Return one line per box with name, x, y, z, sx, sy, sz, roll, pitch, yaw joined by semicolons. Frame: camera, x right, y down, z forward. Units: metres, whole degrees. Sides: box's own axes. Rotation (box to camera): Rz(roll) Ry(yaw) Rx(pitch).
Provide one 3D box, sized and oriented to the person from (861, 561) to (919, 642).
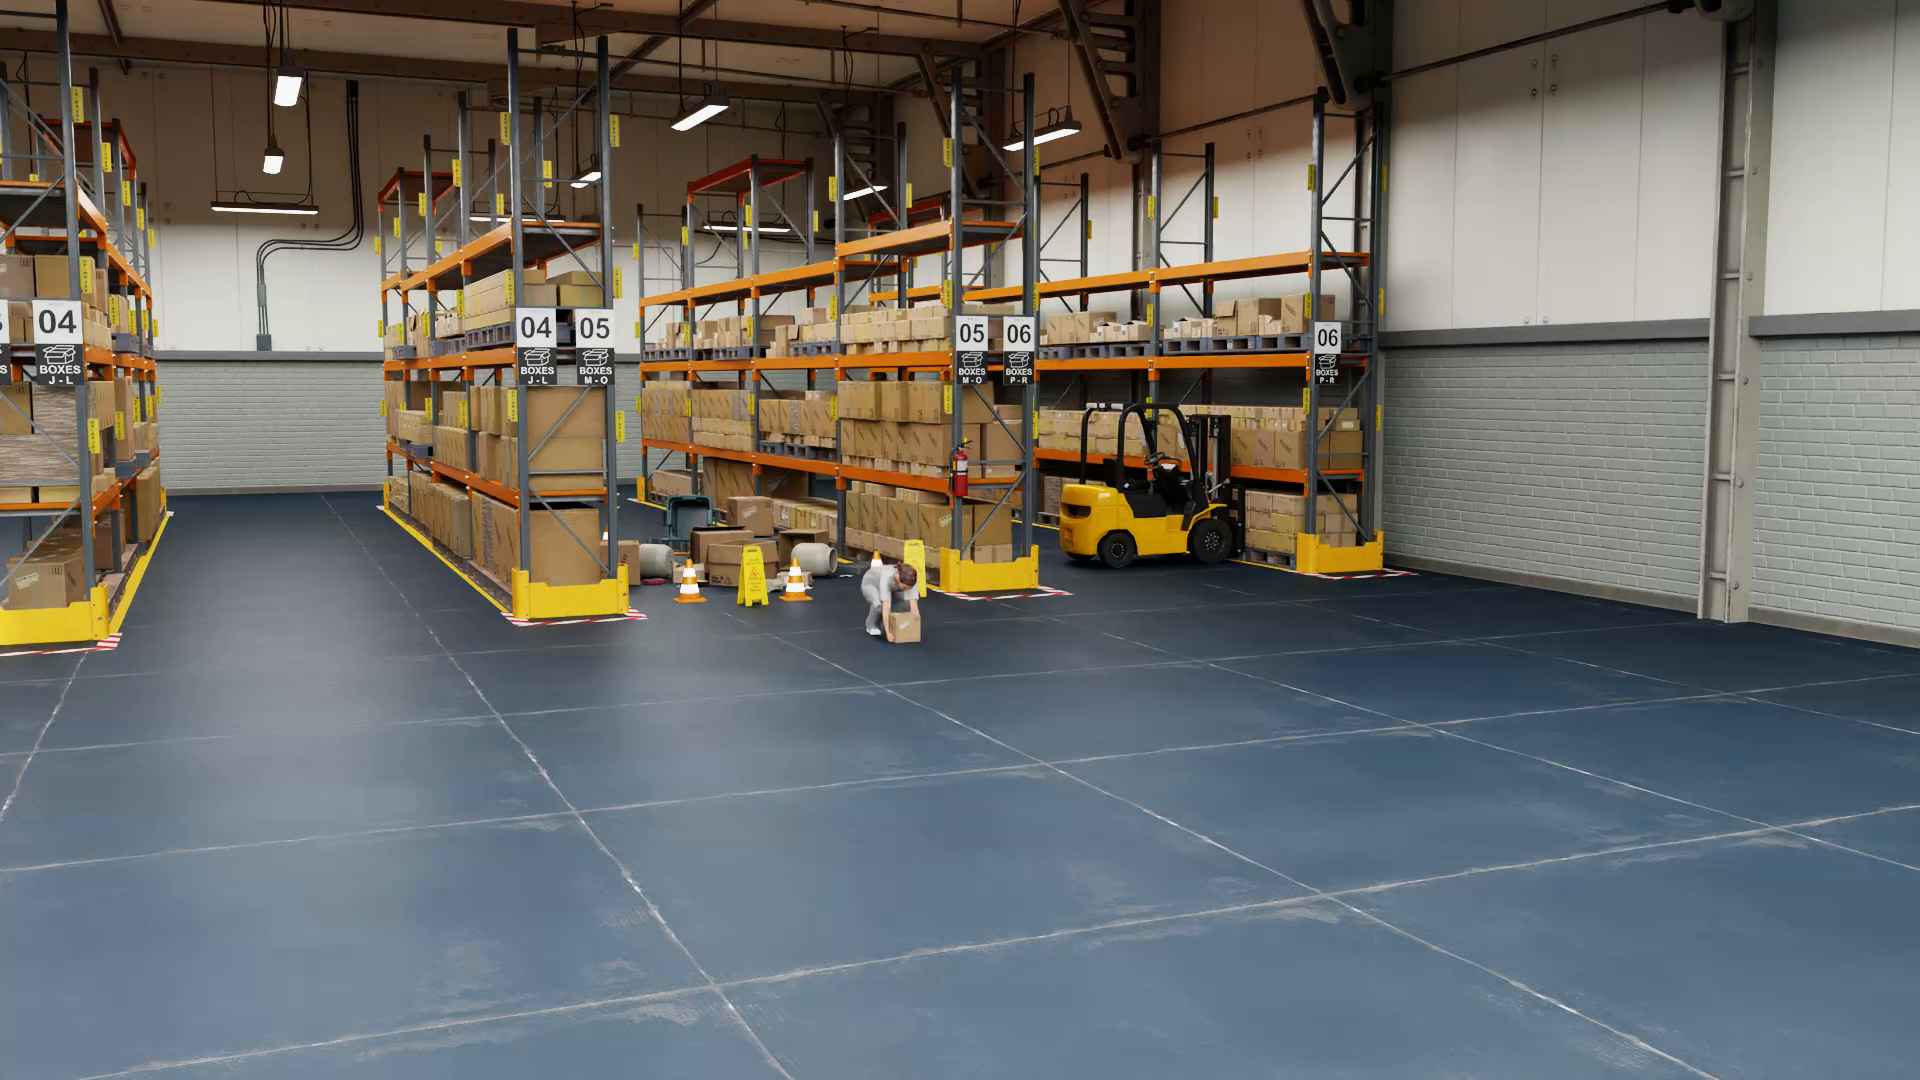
person;-0.655;0.574;16.040;0.458;0.747;0.858;-3;6;-25
